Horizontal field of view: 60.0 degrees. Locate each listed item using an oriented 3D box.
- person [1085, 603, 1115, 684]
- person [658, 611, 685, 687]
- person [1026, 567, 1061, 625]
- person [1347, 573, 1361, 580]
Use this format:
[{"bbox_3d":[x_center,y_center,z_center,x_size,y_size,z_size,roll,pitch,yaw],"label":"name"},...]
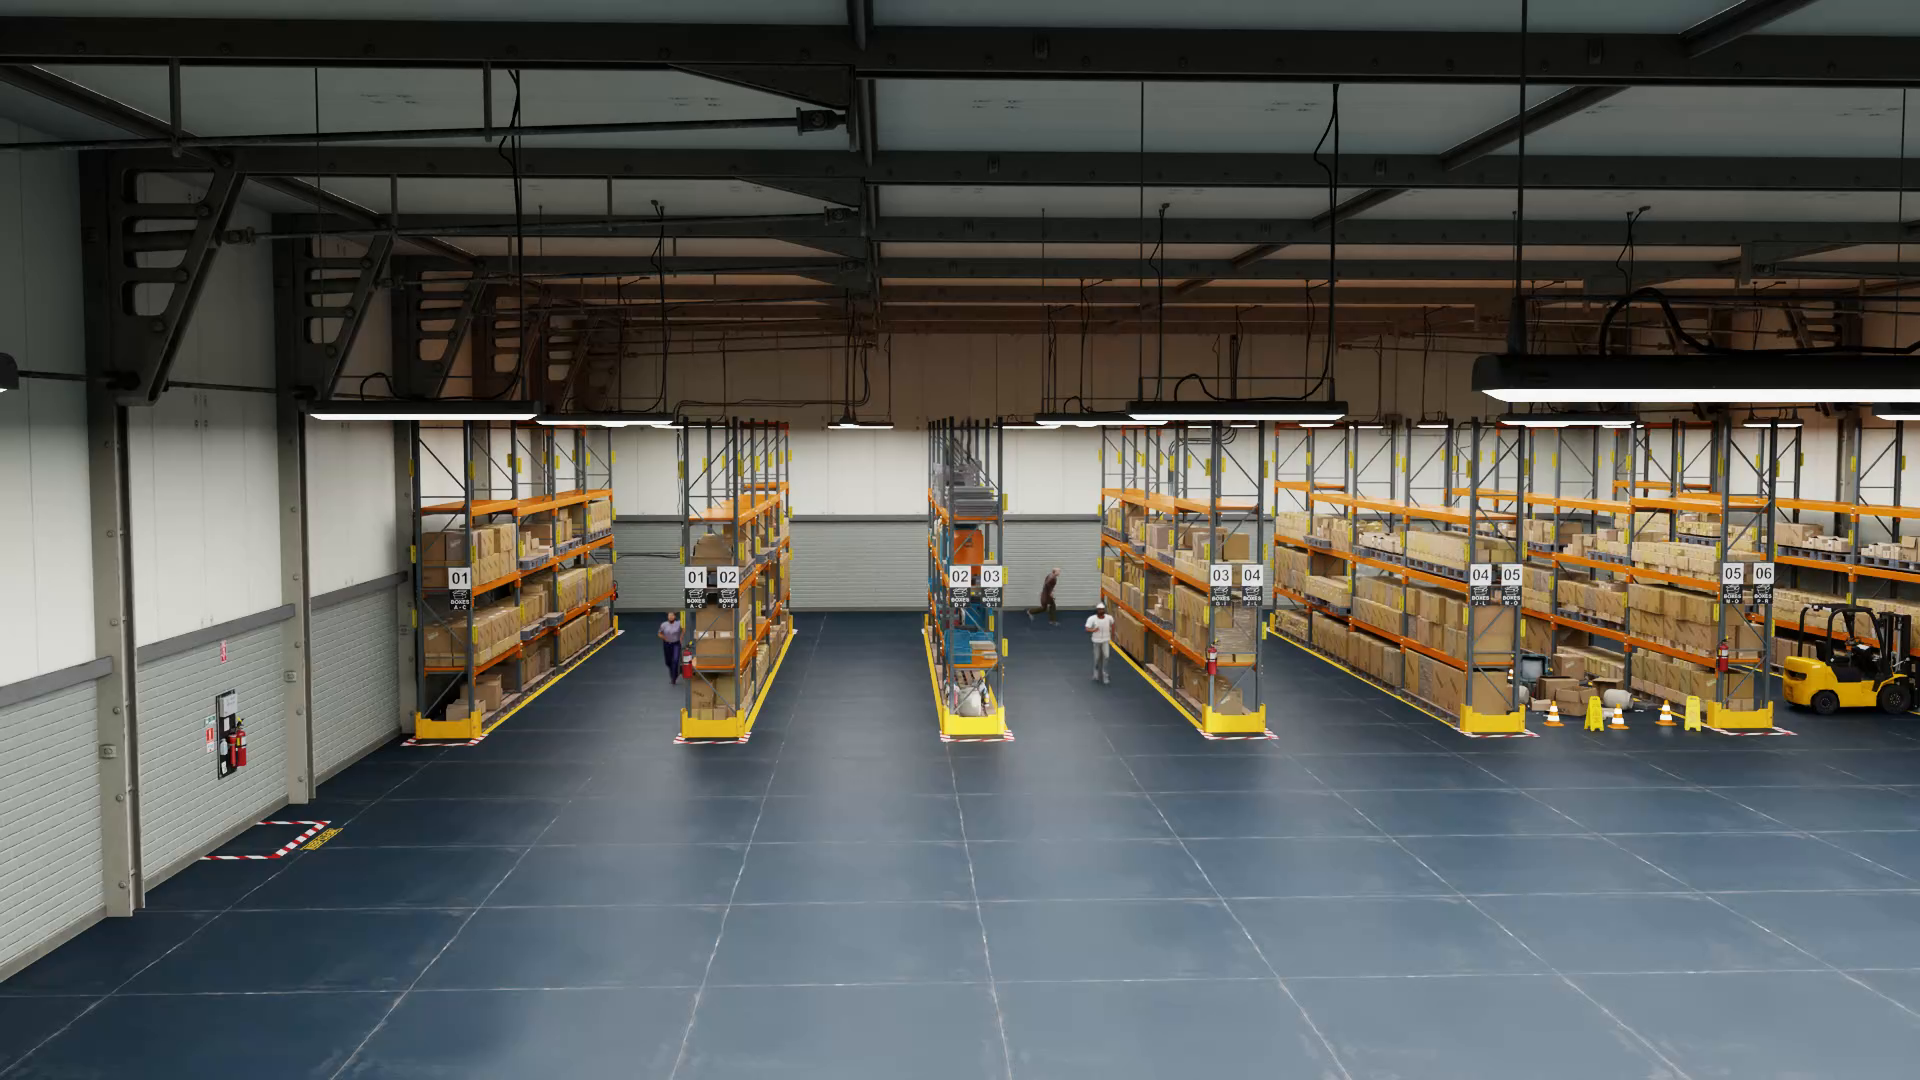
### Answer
[{"bbox_3d":[3.211,2.354,38.057,0.720,1.834,0.787,0,4,-2],"label":"person"},{"bbox_3d":[-6.568,2.450,37.832,0.574,1.664,1.086,0,4,1],"label":"person"},{"bbox_3d":[2.484,1.683,49.298,1.027,1.722,0.730,0,4,1],"label":"person"},{"bbox_3d":[11.572,1.611,49.355,0.735,1.835,0.654,-1,4,-19],"label":"person"}]
